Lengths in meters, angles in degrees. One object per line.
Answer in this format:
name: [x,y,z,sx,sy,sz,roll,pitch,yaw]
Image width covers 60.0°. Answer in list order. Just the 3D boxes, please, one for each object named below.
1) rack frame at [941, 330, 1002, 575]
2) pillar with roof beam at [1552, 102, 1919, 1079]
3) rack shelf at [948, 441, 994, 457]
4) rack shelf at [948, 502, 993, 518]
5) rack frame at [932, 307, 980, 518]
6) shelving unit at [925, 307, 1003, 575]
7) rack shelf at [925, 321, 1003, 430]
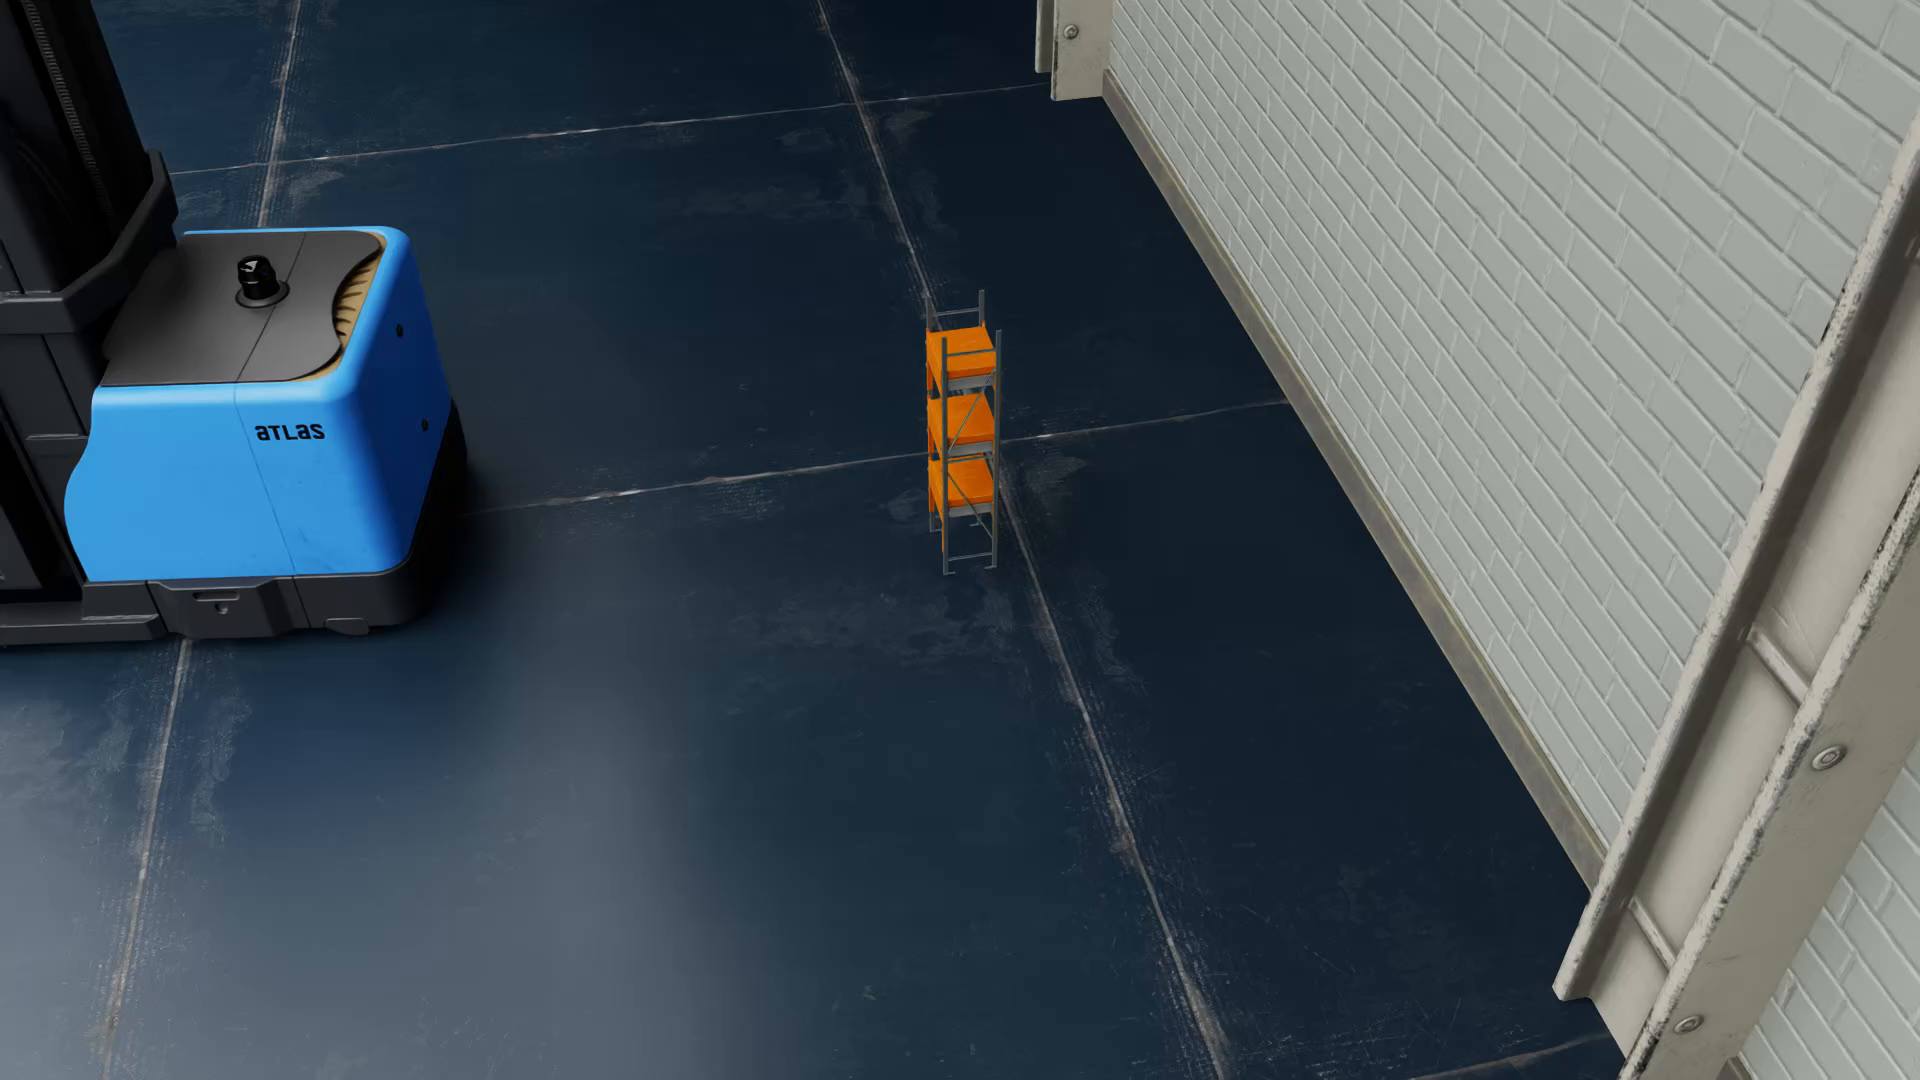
rack frame: [0.038,-0.279,5.773,0.200,1.050,0.008,-8,42,-9]
pillar with roof beam: [-2.303,-1.358,1.002,9.100,9.000,0.400,-8,42,-9]
rack shelf: [0.012,-0.387,5.836,0.166,0.050,0.221,-8,42,-9]
rack shelf: [0.012,-0.180,6.021,0.166,0.050,0.221,-8,42,-9]
rack frame: [-0.015,-0.437,5.951,0.190,0.915,0.003,-8,42,-9]
shelving unit: [0.012,-0.357,5.862,0.215,1.050,0.249,-8,42,-9]
rack shelf: [0.012,-0.562,5.681,0.215,0.259,0.240,-8,42,-9]
